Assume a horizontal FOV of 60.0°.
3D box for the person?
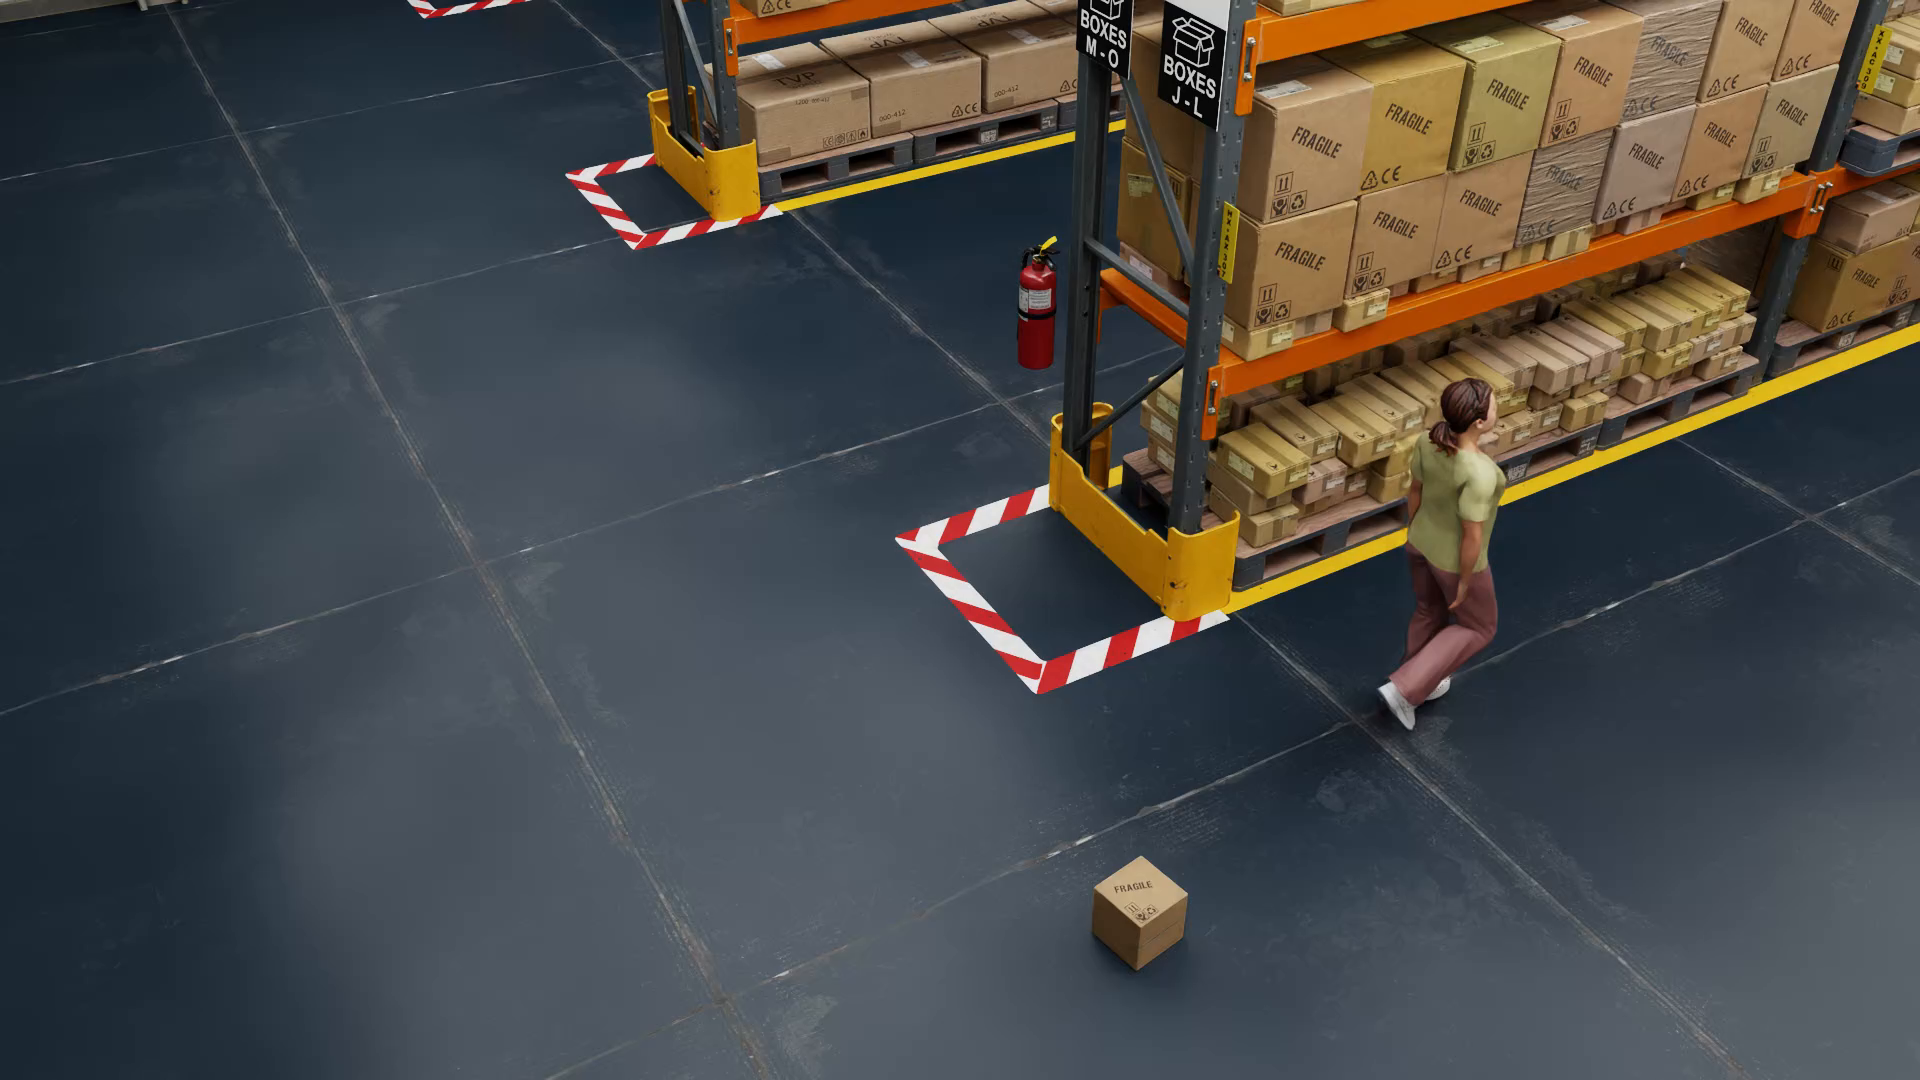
[{"bbox_3d":[1.953,0.073,6.791,0.528,1.660,0.447,-17,40,-22],"label":"person"}]
